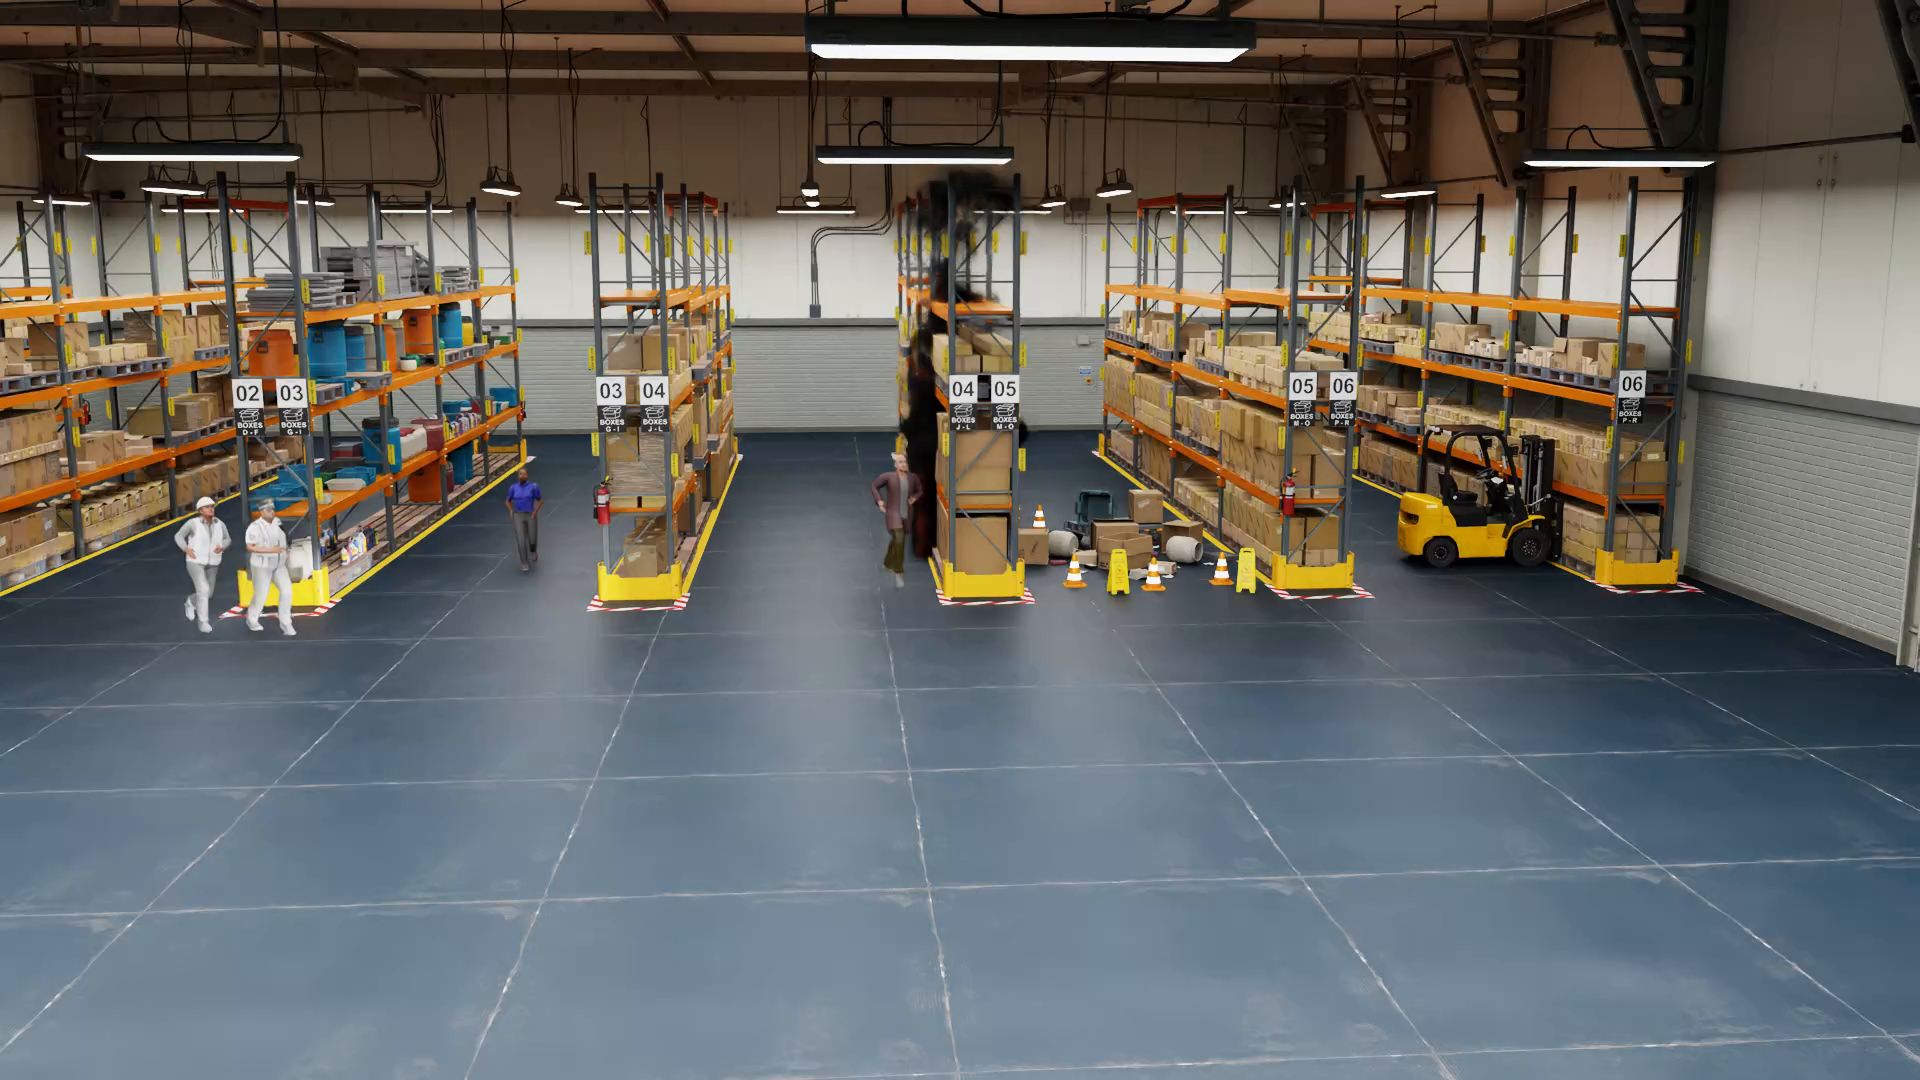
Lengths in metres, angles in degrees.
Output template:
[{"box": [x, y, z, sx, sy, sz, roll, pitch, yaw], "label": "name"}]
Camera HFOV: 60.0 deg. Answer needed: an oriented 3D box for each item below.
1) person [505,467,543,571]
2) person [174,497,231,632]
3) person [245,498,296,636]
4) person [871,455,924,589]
[{"box": [-6.816, -0.333, 25.990, 0.556, 1.592, 0.546, -2, 10, -11], "label": "person"}, {"box": [-10.048, 0.293, 22.143, 0.828, 1.749, 0.694, 9, 14, 42], "label": "person"}, {"box": [-8.987, 0.374, 21.636, 0.789, 1.865, 0.677, 5, 11, 28], "label": "person"}, {"box": [-0.856, -0.295, 23.735, 0.734, 1.862, 0.756, -5, 11, -27], "label": "person"}]
